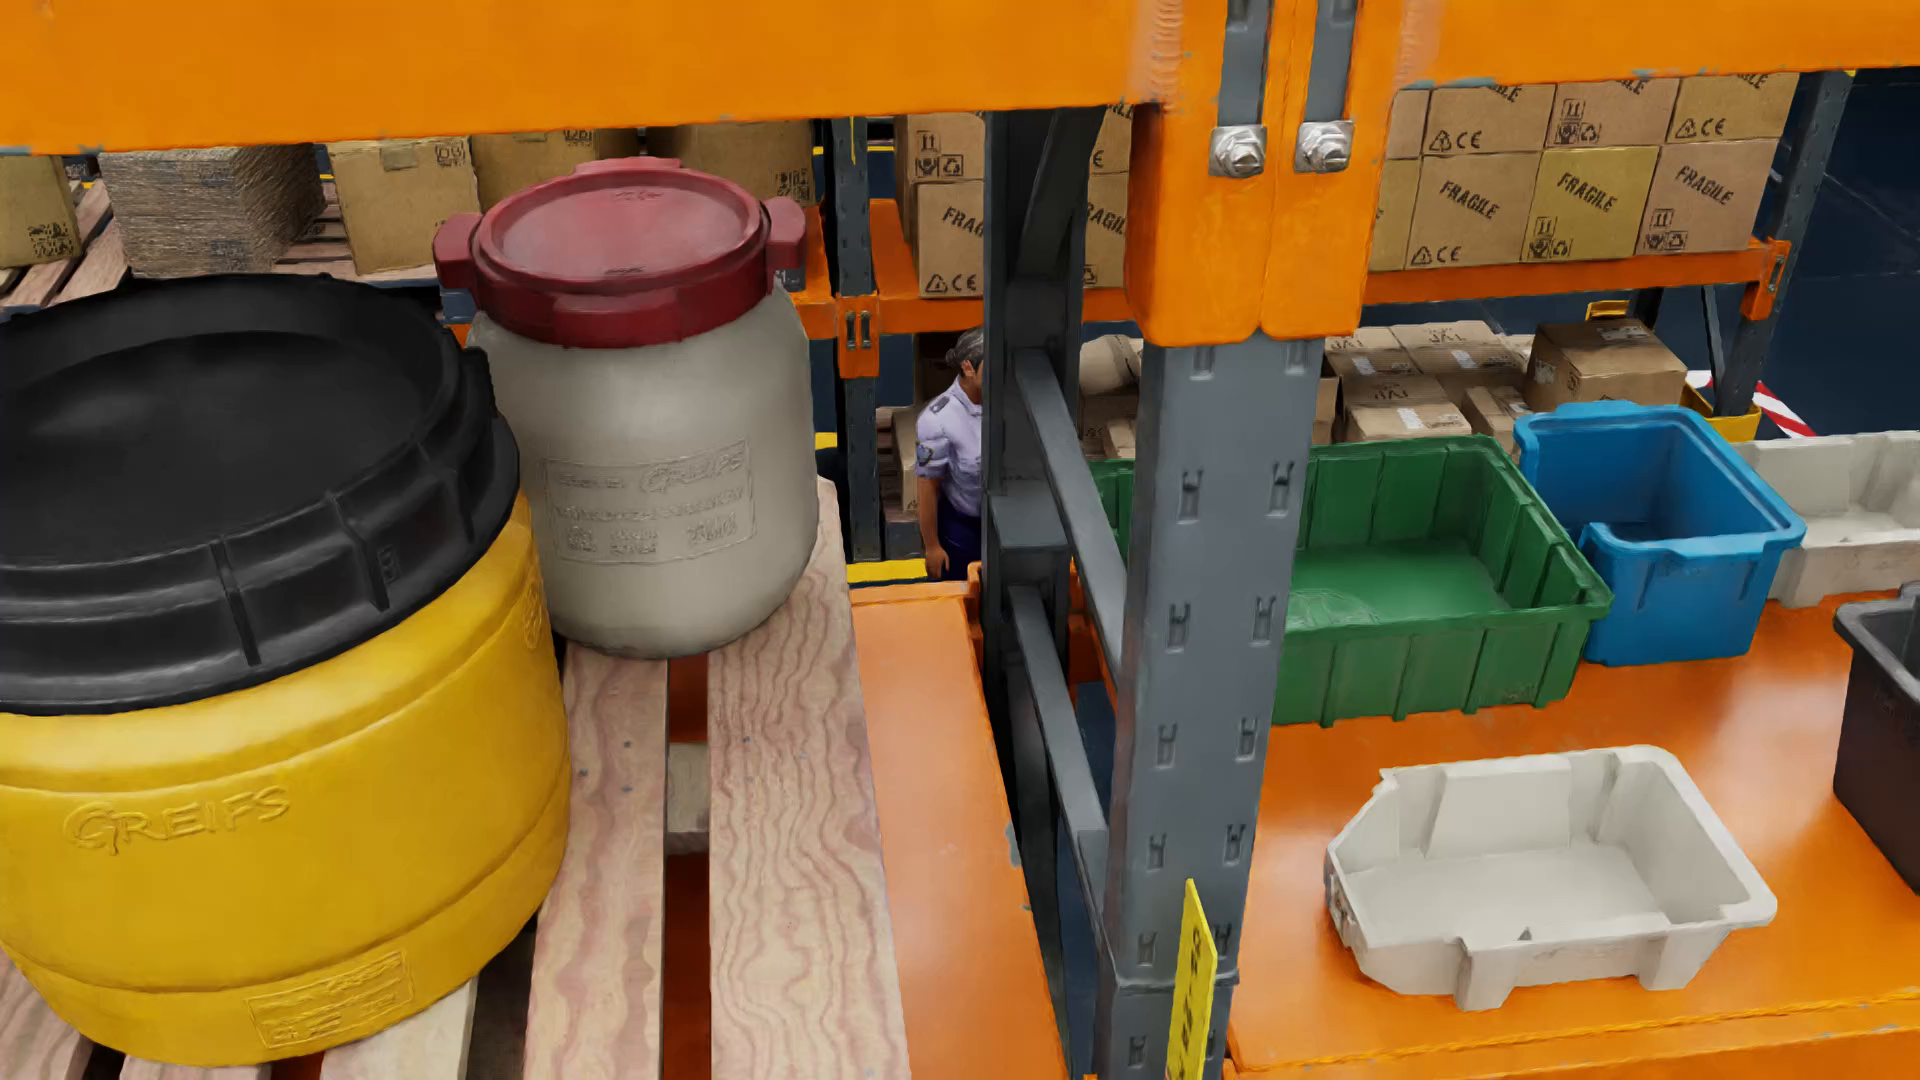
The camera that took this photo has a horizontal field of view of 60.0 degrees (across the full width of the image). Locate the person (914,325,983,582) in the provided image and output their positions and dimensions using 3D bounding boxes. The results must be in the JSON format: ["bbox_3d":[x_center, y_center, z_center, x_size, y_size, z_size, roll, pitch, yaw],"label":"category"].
[{"bbox_3d":[0.089,-0.035,6.166,0.575,1.656,0.443,-22,41,-28],"label":"person"}]
